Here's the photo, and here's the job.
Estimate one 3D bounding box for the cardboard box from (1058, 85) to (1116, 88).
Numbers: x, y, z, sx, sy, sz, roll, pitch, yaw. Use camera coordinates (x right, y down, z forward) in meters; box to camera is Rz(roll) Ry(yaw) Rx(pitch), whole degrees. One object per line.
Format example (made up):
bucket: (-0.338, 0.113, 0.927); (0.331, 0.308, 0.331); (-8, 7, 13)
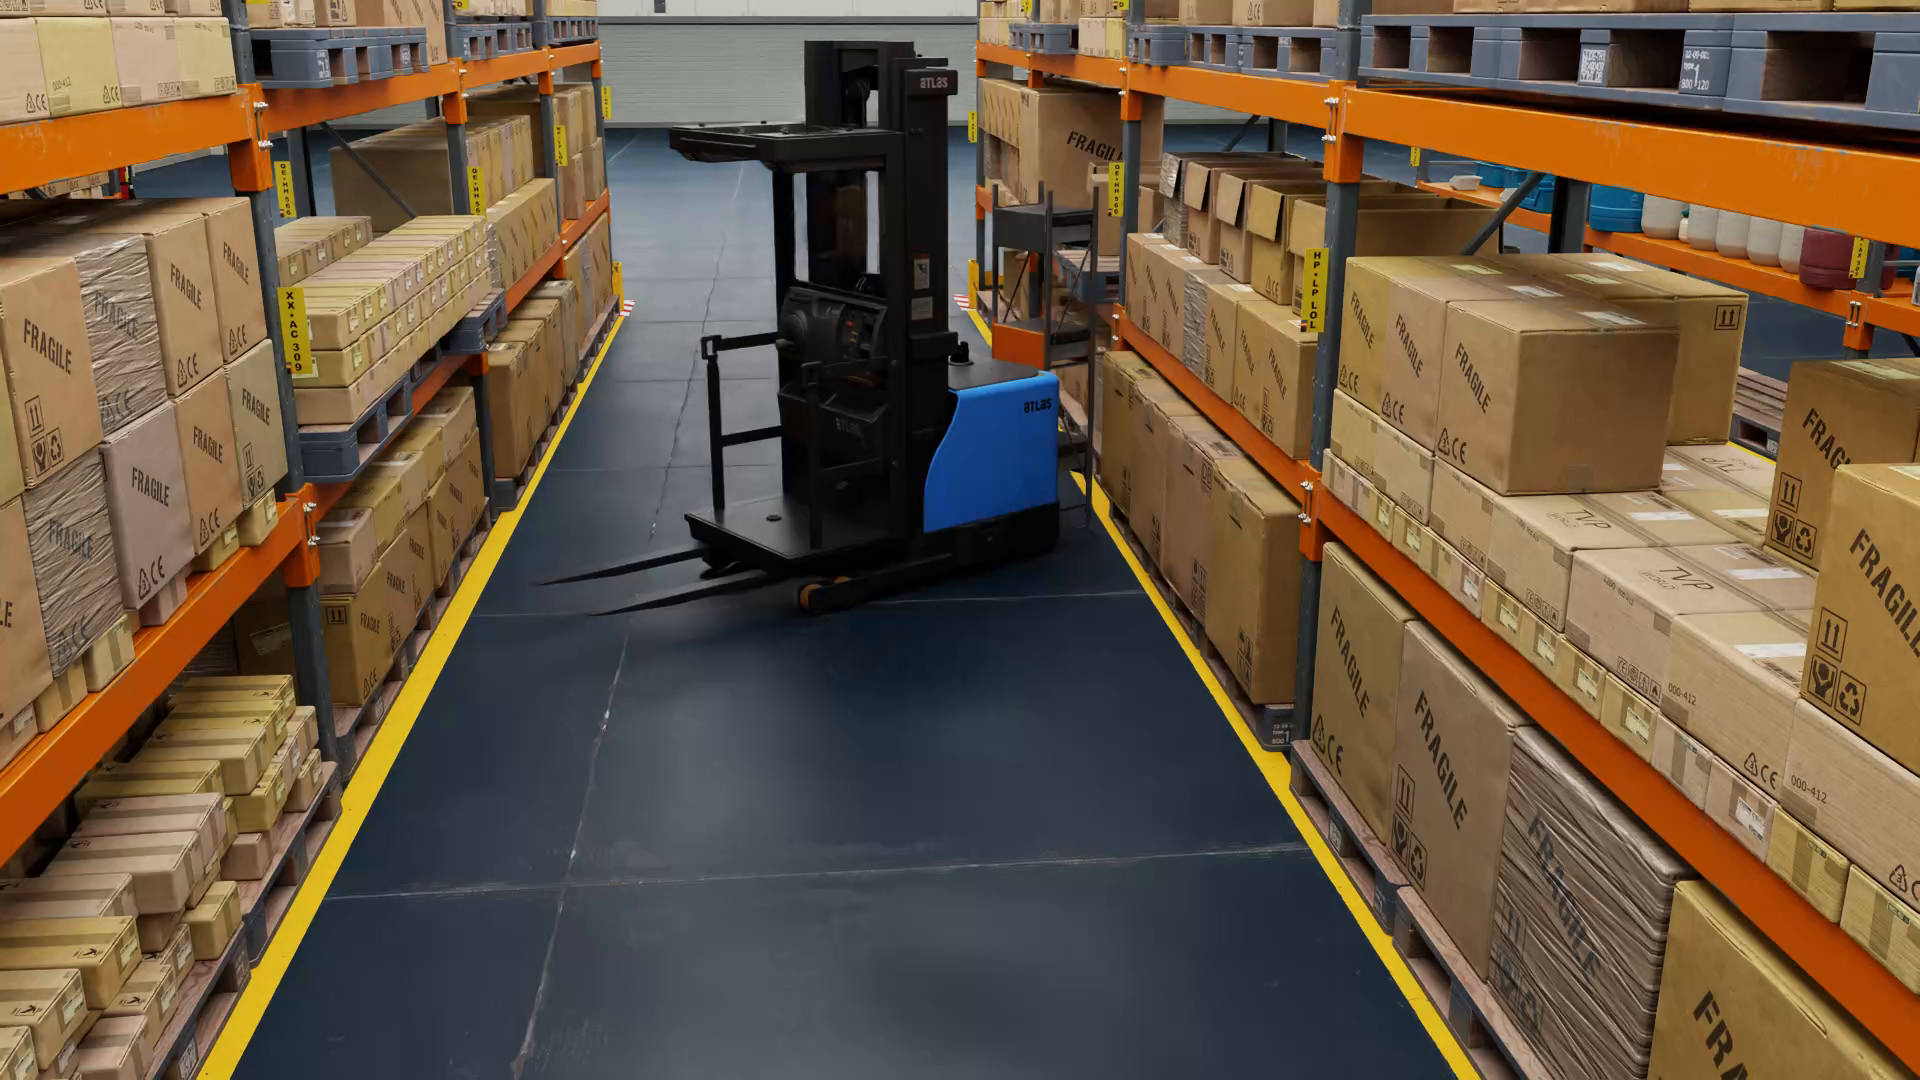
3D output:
cardboard box: (1.194, -3.962, 15.458); (0.500, 0.500, 0.500); (-2, 18, -6)

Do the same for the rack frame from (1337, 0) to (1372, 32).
rack frame: (1.917, -3.335, 5.776); (1.000, 3.000, 0.127); (-2, 18, -6)

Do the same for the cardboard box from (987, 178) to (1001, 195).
cardboard box: (0.489, -3.686, 17.328); (0.380, 0.149, 0.250); (-2, 18, -6)

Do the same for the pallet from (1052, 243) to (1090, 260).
pallet: (1.260, -2.161, 12.373); (1.003, 0.211, 1.213); (-2, 18, -6)

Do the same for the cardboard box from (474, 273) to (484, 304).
cardboard box: (-2.907, -1.415, 9.394); (0.380, 0.149, 0.250); (-2, 18, -6)

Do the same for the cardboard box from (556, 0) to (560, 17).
cardboard box: (-3.580, -4.488, 14.009); (0.380, 0.149, 0.250); (-2, 18, -5)

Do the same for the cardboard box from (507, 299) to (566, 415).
cardboard box: (-3.603, -1.390, 12.652); (1.050, 0.750, 0.750); (-2, 18, -6)

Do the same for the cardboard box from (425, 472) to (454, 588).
cardboard box: (-2.991, -0.049, 8.797); (0.500, 0.500, 0.500); (-3, 18, -8)

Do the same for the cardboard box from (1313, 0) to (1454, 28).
cardboard box: (1.847, -2.324, 6.696); (0.700, 0.500, 0.500); (-1, 17, -4)

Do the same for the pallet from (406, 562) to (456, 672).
pallet: (-3.238, 0.385, 8.599); (1.003, 0.211, 1.213); (-2, 18, -6)

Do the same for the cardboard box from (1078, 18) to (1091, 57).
cardboard box: (1.098, -3.455, 11.417); (0.500, 0.250, 0.500); (-1, 17, -4)

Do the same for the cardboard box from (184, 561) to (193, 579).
cardboard box: (-2.703, 0.082, 5.327); (0.380, 0.149, 0.250); (-2, 18, -7)

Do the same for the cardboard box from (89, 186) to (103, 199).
cardboard box: (-8.790, -3.445, 16.561); (0.380, 0.149, 0.250); (-2, 18, -6)

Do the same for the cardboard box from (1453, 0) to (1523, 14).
cardboard box: (2.058, -1.968, 5.395); (0.700, 0.500, 0.500); (-3, 18, -9)

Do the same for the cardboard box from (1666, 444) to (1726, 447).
cardboard box: (2.280, -0.265, 5.768); (0.500, 0.250, 0.500); (-1, 17, -4)

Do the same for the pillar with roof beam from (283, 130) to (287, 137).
pillar with roof beam: (-13.751, -15.285, 43.840); (9.100, 9.000, 0.400); (-2, 18, -6)

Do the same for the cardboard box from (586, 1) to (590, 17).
cardboard box: (-3.815, -5.168, 16.175); (0.380, 0.149, 0.250); (-2, 18, -5)

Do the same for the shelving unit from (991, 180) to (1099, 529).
shelving unit: (0.508, -1.107, 10.198); (0.431, 2.100, 0.503); (-14, 22, -37)

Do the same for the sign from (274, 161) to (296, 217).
sign: (-3.991, -2.075, 9.847); (0.100, 0.325, 0.005); (-2, 18, -6)

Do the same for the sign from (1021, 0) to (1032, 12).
sign: (0.553, -4.515, 13.679); (0.100, 0.325, 0.005); (-2, 18, -6)

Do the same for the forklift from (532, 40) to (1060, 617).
forklift: (-0.868, -1.175, 9.026); (3.031, 2.935, 1.130); (-14, 22, -37)

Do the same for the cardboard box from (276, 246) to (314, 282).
cardboard box: (-3.447, -1.370, 8.259); (0.380, 0.149, 0.250); (-1, 17, -4)

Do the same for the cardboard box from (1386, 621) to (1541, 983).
cardboard box: (1.998, 0.808, 5.441); (0.875, 0.875, 0.875); (-2, 18, -6)

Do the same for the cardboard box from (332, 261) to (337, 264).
cardboard box: (-3.502, -1.378, 8.780); (0.380, 0.149, 0.250); (-2, 18, -5)

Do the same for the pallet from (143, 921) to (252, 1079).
pallet: (-2.793, 1.544, 4.905); (1.003, 0.211, 1.213); (-2, 18, -6)

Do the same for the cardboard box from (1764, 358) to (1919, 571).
cardboard box: (2.438, -0.163, 4.191); (0.500, 0.500, 0.500); (-2, 18, -7)

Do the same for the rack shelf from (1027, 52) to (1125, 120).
rack shelf: (1.298, -3.348, 12.027); (1.077, 0.370, 4.000); (-2, 18, -6)

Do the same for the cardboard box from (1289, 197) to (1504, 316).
cardboard box: (1.843, -1.189, 7.114); (0.797, 0.503, 0.637); (-2, 18, -7)

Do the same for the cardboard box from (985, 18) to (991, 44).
cardboard box: (0.531, -5.102, 16.664); (0.500, 0.250, 0.500); (-2, 18, -7)

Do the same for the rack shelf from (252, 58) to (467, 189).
rack shelf: (-3.233, -2.033, 7.838); (1.077, 0.370, 4.000); (-2, 18, -6)

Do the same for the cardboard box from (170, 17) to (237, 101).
cardboard box: (-2.708, -1.571, 5.416); (0.500, 0.250, 0.500); (-1, 17, -4)

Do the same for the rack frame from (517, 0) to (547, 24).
rack frame: (-3.852, -5.595, 12.975); (1.000, 3.000, 0.127); (-2, 18, -6)

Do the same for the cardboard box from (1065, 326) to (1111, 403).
cardboard box: (1.223, -1.380, 13.004); (0.700, 0.500, 0.500); (-3, 18, -10)

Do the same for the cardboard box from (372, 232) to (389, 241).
cardboard box: (-3.753, -1.715, 10.464); (0.500, 0.500, 0.500); (-2, 18, -6)

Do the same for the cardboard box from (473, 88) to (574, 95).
cardboard box: (-4.194, -4.068, 16.072); (0.875, 0.550, 0.550); (-2, 18, -6)

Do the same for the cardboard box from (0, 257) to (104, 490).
cardboard box: (-2.542, -0.424, 4.186); (0.500, 0.500, 0.500); (-2, 18, -7)

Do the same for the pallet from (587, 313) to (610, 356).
pallet: (-3.982, -1.996, 16.181); (1.003, 0.211, 1.213); (-2, 18, -6)

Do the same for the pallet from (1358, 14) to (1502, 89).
pallet: (1.991, -1.617, 5.461); (1.003, 0.211, 1.213); (-2, 18, -6)

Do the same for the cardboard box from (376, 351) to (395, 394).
cardboard box: (-2.666, -0.718, 7.176); (0.380, 0.149, 0.250); (-2, 18, -5)

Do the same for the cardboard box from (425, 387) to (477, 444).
cardboard box: (-3.108, -0.711, 9.654); (0.500, 0.250, 0.500); (-2, 18, -7)

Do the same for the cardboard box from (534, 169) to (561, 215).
cardboard box: (-3.902, -2.914, 14.200); (0.875, 0.550, 0.550); (-2, 18, -6)

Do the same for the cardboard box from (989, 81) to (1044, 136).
cardboard box: (0.563, -4.244, 16.355); (0.500, 0.500, 0.500); (-2, 18, -6)

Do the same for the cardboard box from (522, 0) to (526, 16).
cardboard box: (-3.620, -4.135, 12.715); (0.500, 0.250, 0.500); (-2, 17, -5)

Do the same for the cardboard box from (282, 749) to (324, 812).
cardboard box: (-2.647, 0.917, 6.307); (0.380, 0.149, 0.250); (-2, 17, -5)

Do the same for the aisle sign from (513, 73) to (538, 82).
aisle sign: (-4.570, -5.177, 17.318); (0.394, 0.787, 0.004); (-2, 18, -6)

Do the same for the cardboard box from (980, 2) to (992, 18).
cardboard box: (0.408, -5.428, 17.036); (0.380, 0.149, 0.250); (-1, 17, -4)

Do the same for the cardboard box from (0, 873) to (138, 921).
cardboard box: (-2.607, 1.088, 4.768); (0.380, 0.149, 0.250); (-2, 18, -6)

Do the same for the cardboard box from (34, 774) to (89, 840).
cardboard box: (-3.103, 0.870, 5.462); (0.380, 0.149, 0.250); (-2, 18, -7)

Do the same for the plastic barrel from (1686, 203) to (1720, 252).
plastic barrel: (5.975, -2.563, 13.107); (0.433, 0.535, 0.433); (0, 17, 0)

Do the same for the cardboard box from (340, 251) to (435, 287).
cardboard box: (-2.776, -1.311, 8.069); (0.380, 0.149, 0.250); (-1, 17, -4)

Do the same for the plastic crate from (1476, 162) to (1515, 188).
plastic crate: (5.955, -3.990, 18.126); (0.499, 0.251, 0.616); (-2, 18, -6)

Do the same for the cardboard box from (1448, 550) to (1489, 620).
cardboard box: (1.751, 0.132, 5.168); (0.380, 0.149, 0.250); (-2, 17, -5)

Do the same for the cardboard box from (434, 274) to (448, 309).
cardboard box: (-2.800, -1.246, 8.360); (0.380, 0.149, 0.250); (-1, 17, -4)

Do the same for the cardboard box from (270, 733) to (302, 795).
cardboard box: (-2.638, 0.833, 6.078); (0.380, 0.149, 0.250); (-3, 18, -8)
